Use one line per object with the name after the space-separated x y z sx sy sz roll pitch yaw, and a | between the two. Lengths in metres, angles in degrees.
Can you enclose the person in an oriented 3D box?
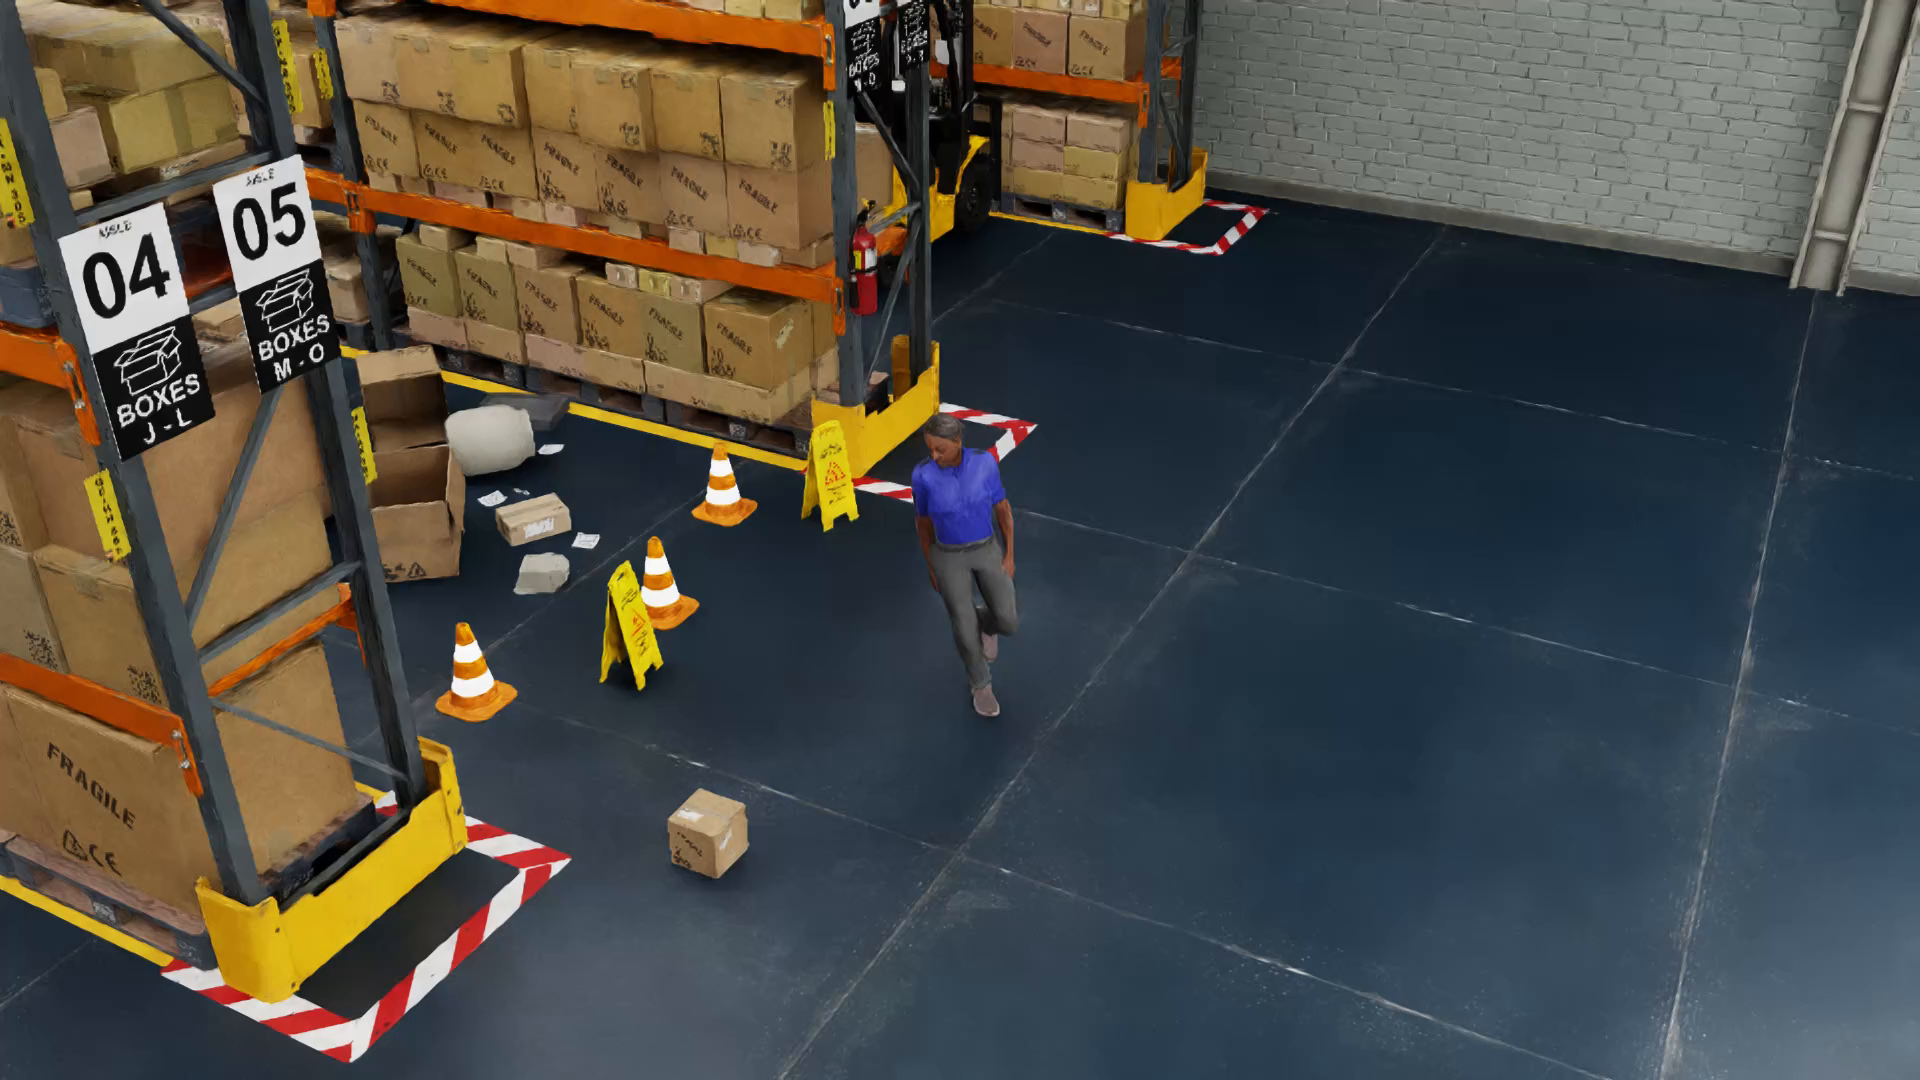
0.016 0.067 8.193 0.515 1.627 0.581 -5 31 -8 | person
